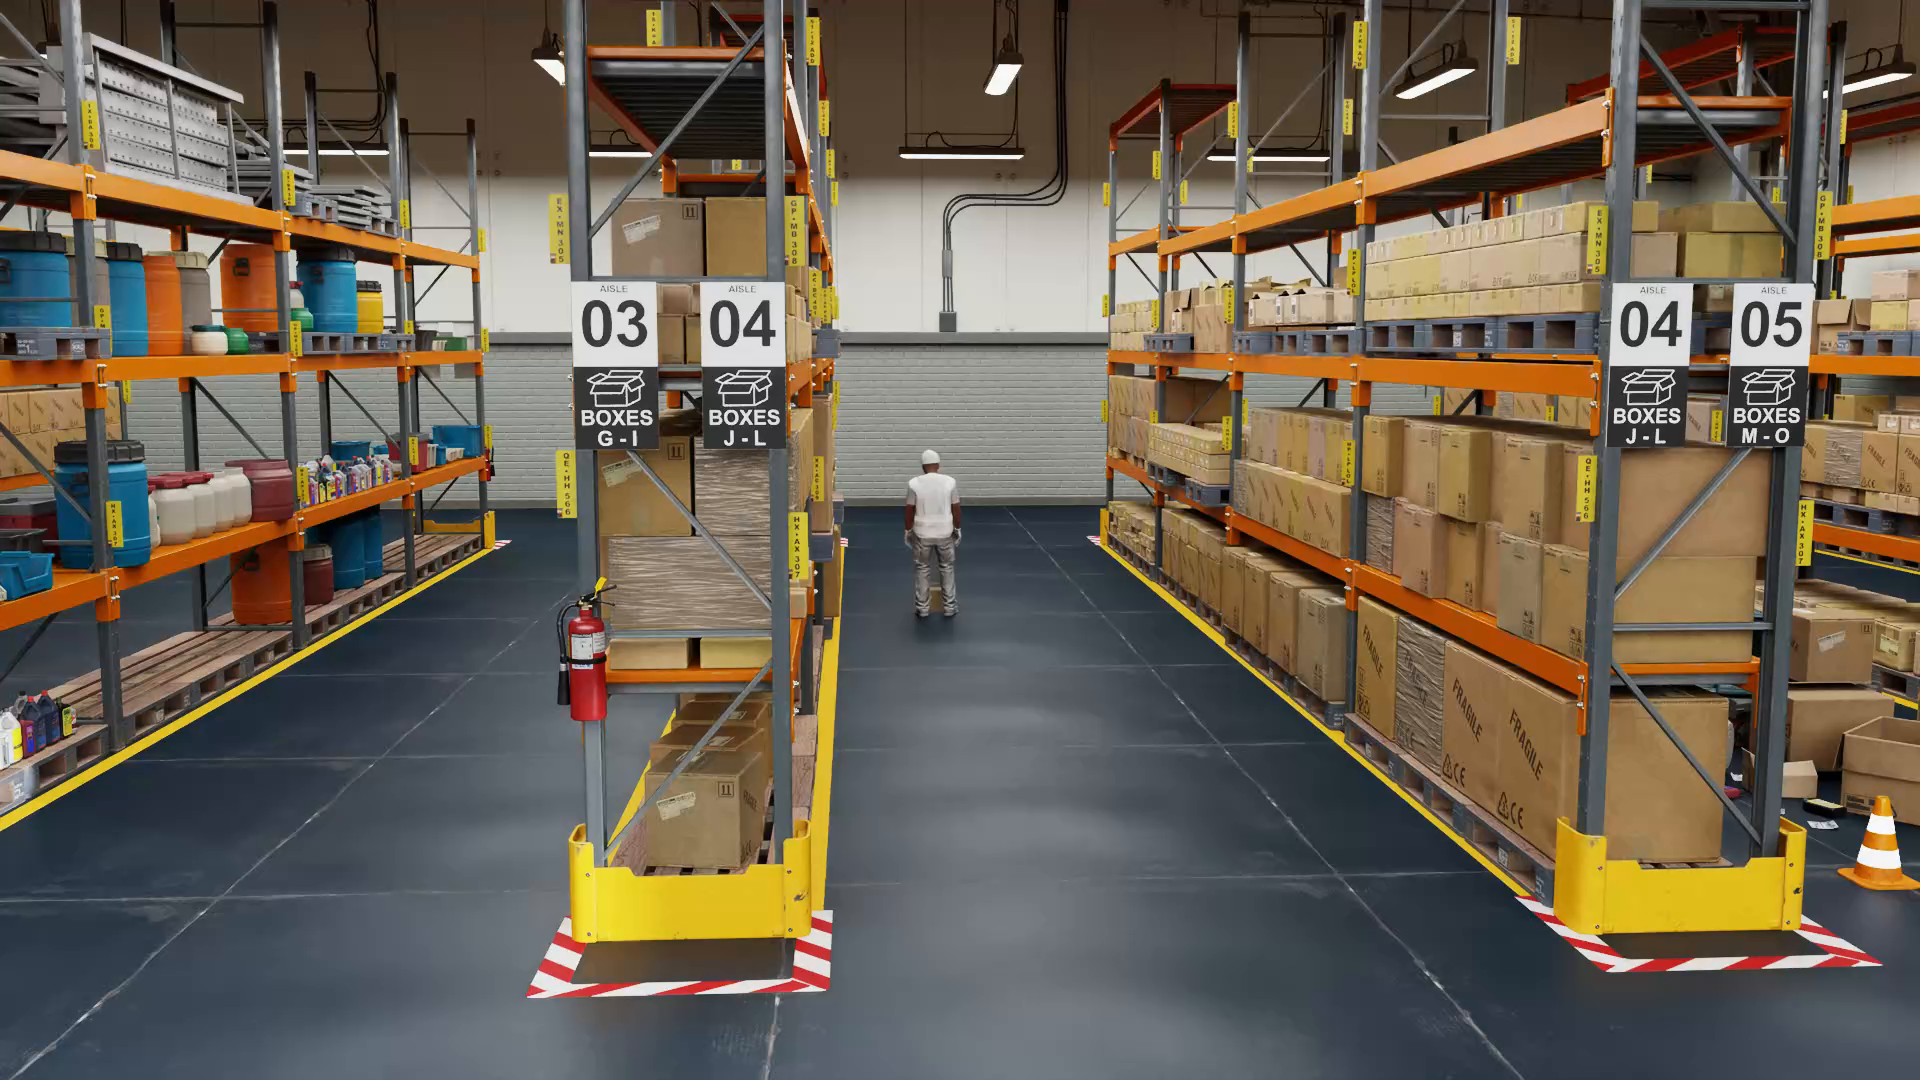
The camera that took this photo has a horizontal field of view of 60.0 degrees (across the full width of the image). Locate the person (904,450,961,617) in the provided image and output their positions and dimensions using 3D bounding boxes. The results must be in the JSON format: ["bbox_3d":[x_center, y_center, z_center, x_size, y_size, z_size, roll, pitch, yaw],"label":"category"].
[{"bbox_3d":[-0.289,-0.072,17.807,0.616,1.772,0.452,-1,7,-6],"label":"person"}]
